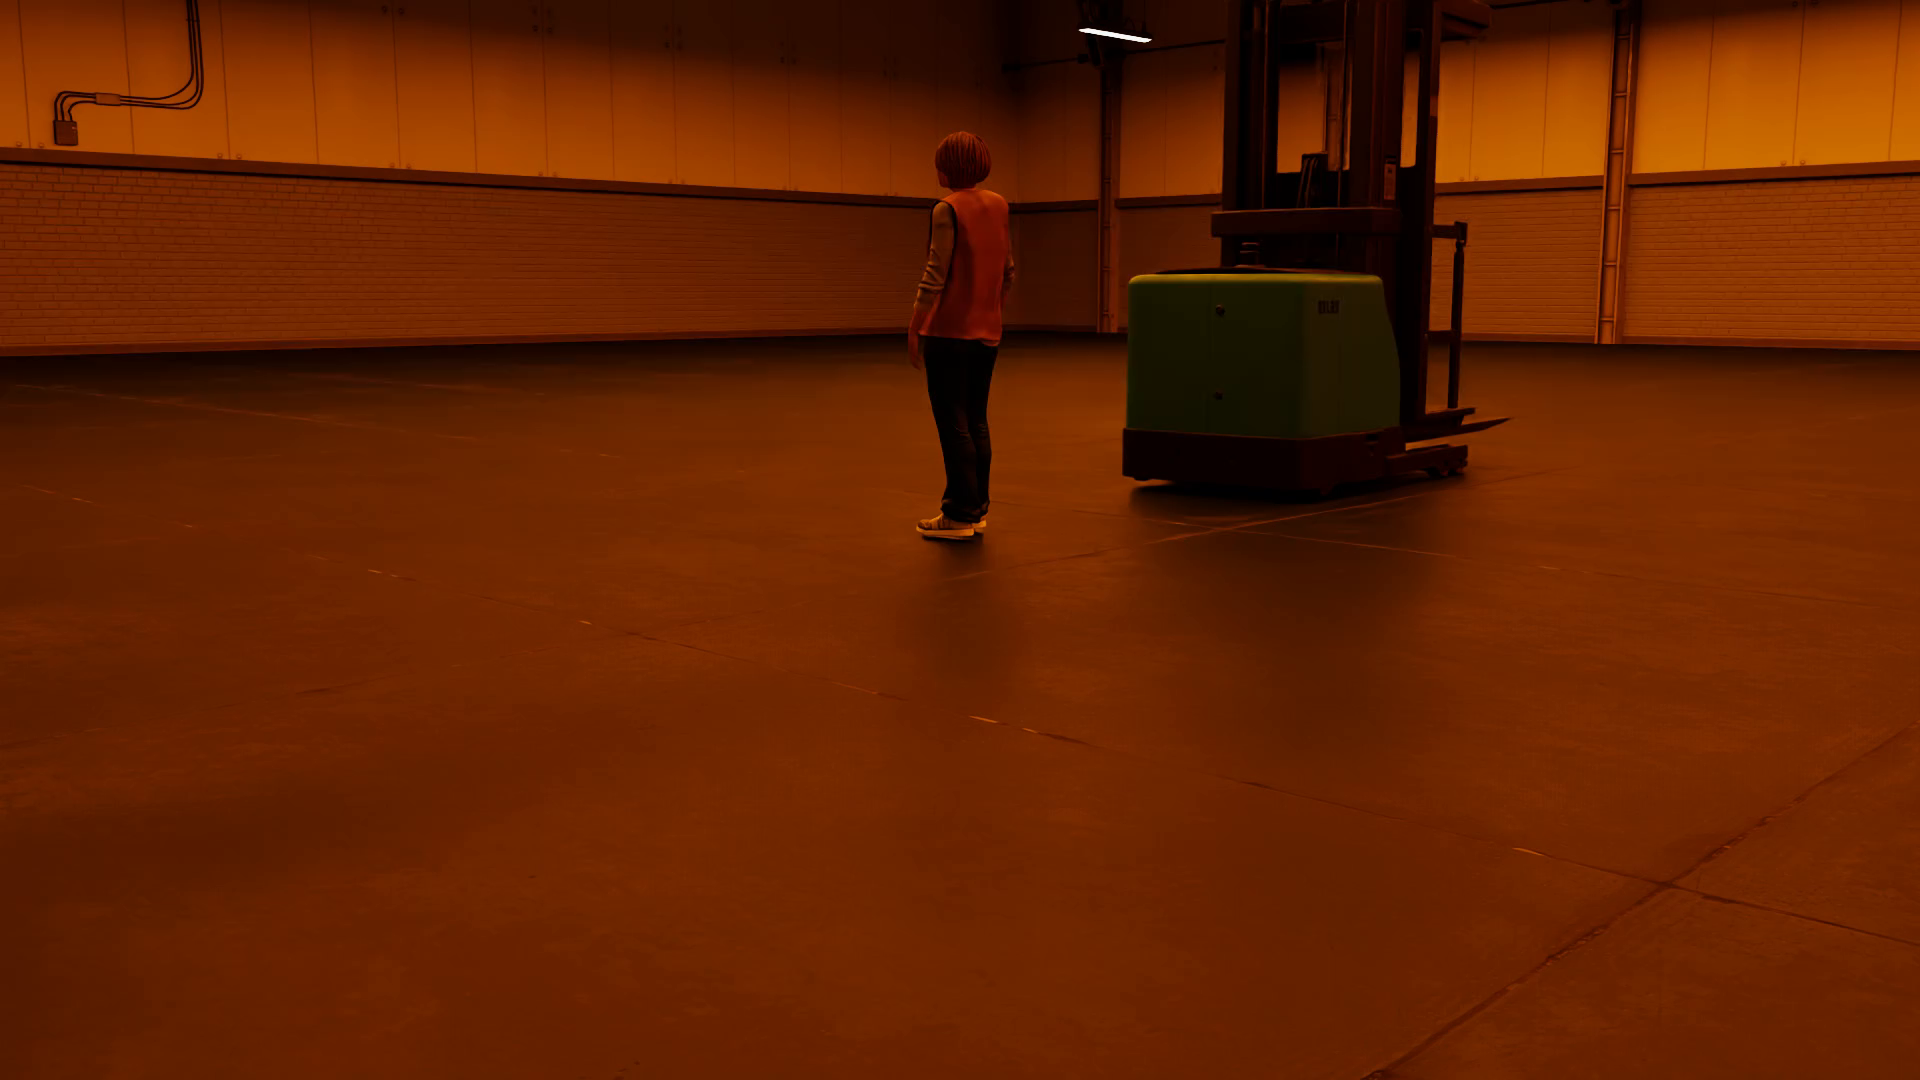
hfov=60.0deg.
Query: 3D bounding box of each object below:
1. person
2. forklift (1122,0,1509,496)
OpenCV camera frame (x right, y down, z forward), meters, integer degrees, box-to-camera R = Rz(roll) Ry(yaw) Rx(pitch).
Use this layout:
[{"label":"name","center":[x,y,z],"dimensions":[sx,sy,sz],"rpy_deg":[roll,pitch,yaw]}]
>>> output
[{"label":"person","center":[-0.044,-0.806,6.659],"dimensions":[0.473,1.599,0.520],"rpy_deg":[8,12,43]},{"label":"forklift","center":[2.139,-1.828,9.015],"dimensions":[1.130,2.935,3.031],"rpy_deg":[7,11,39]}]
